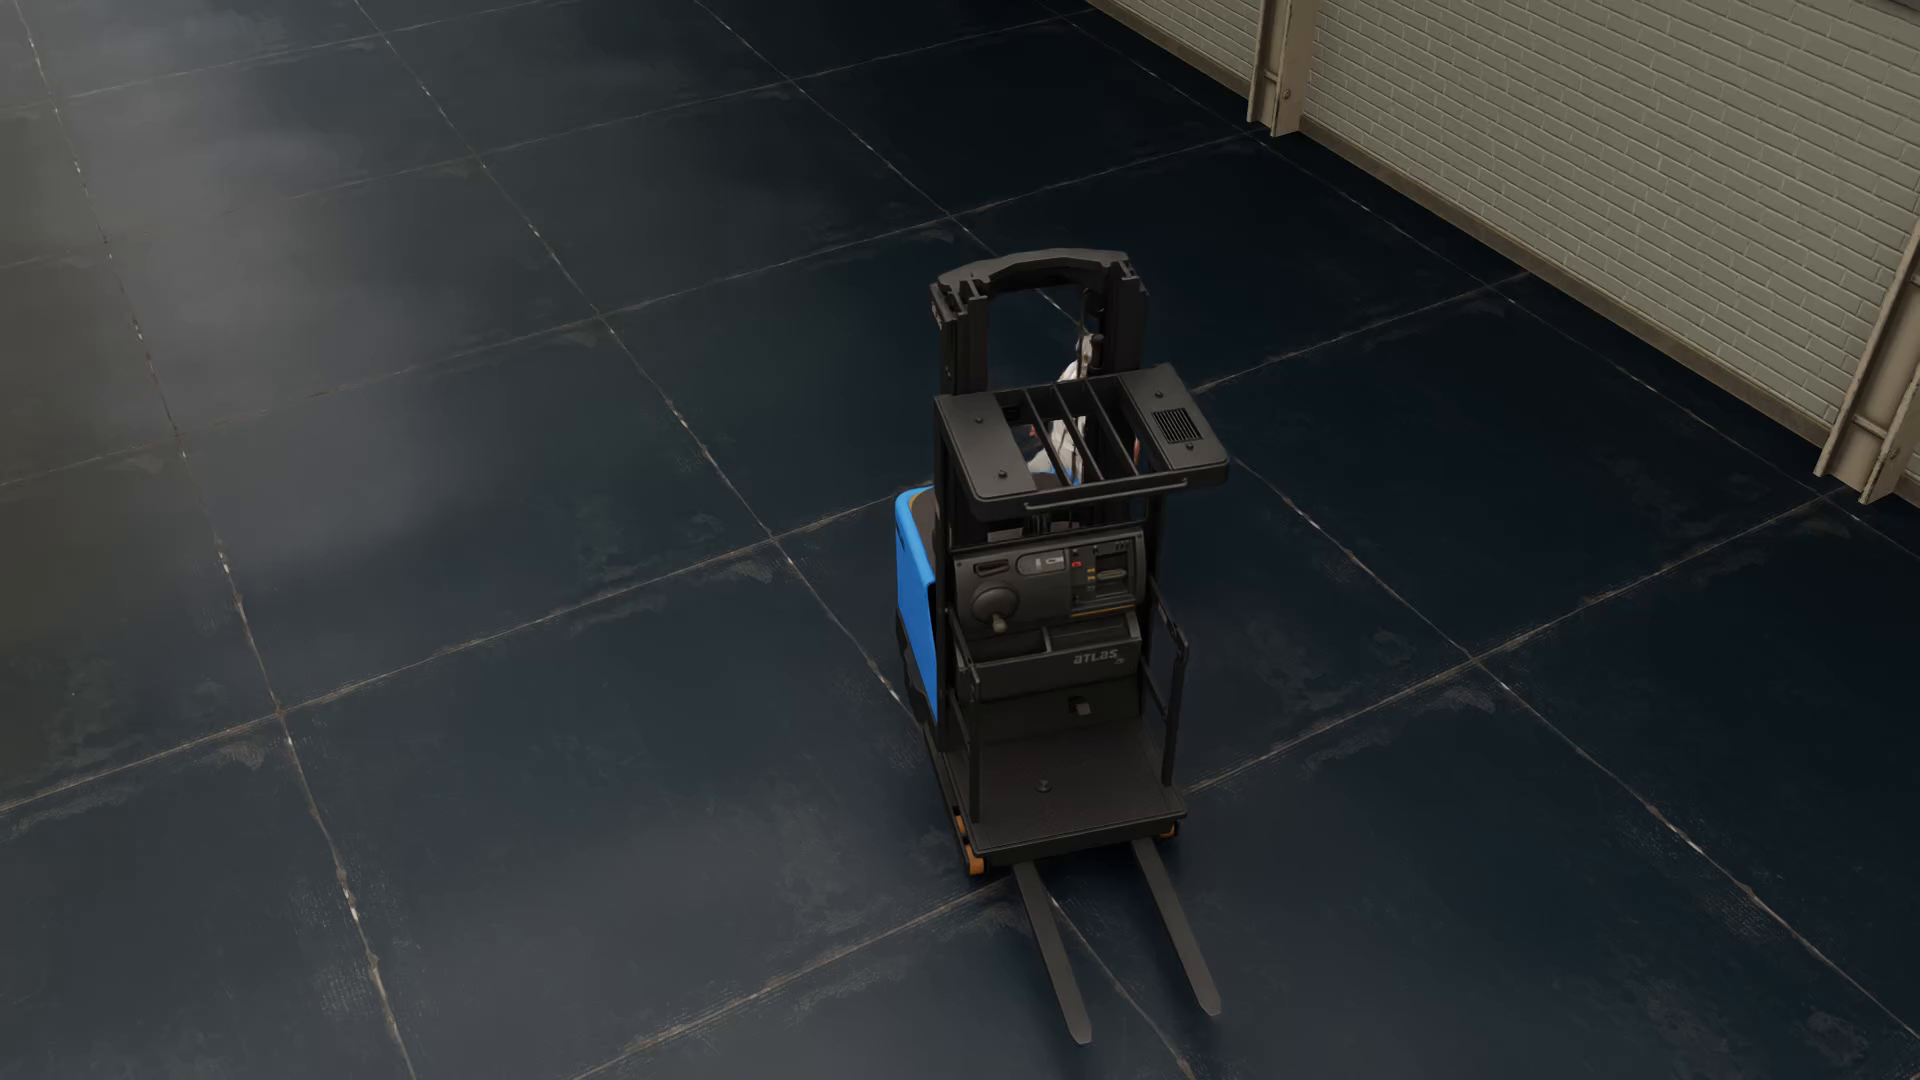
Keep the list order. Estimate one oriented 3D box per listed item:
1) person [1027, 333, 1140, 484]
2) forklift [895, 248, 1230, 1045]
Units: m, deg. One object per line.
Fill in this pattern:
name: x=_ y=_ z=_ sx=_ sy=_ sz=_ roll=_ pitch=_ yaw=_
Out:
person: x=0.701 y=-0.470 z=9.637 sx=0.582 sy=1.648 sz=0.947 roll=-24 pitch=45 yaw=-26
forklift: x=0.484 y=0.273 z=7.707 sx=1.130 sy=2.935 sz=3.031 roll=-9 pitch=41 yaw=-11
